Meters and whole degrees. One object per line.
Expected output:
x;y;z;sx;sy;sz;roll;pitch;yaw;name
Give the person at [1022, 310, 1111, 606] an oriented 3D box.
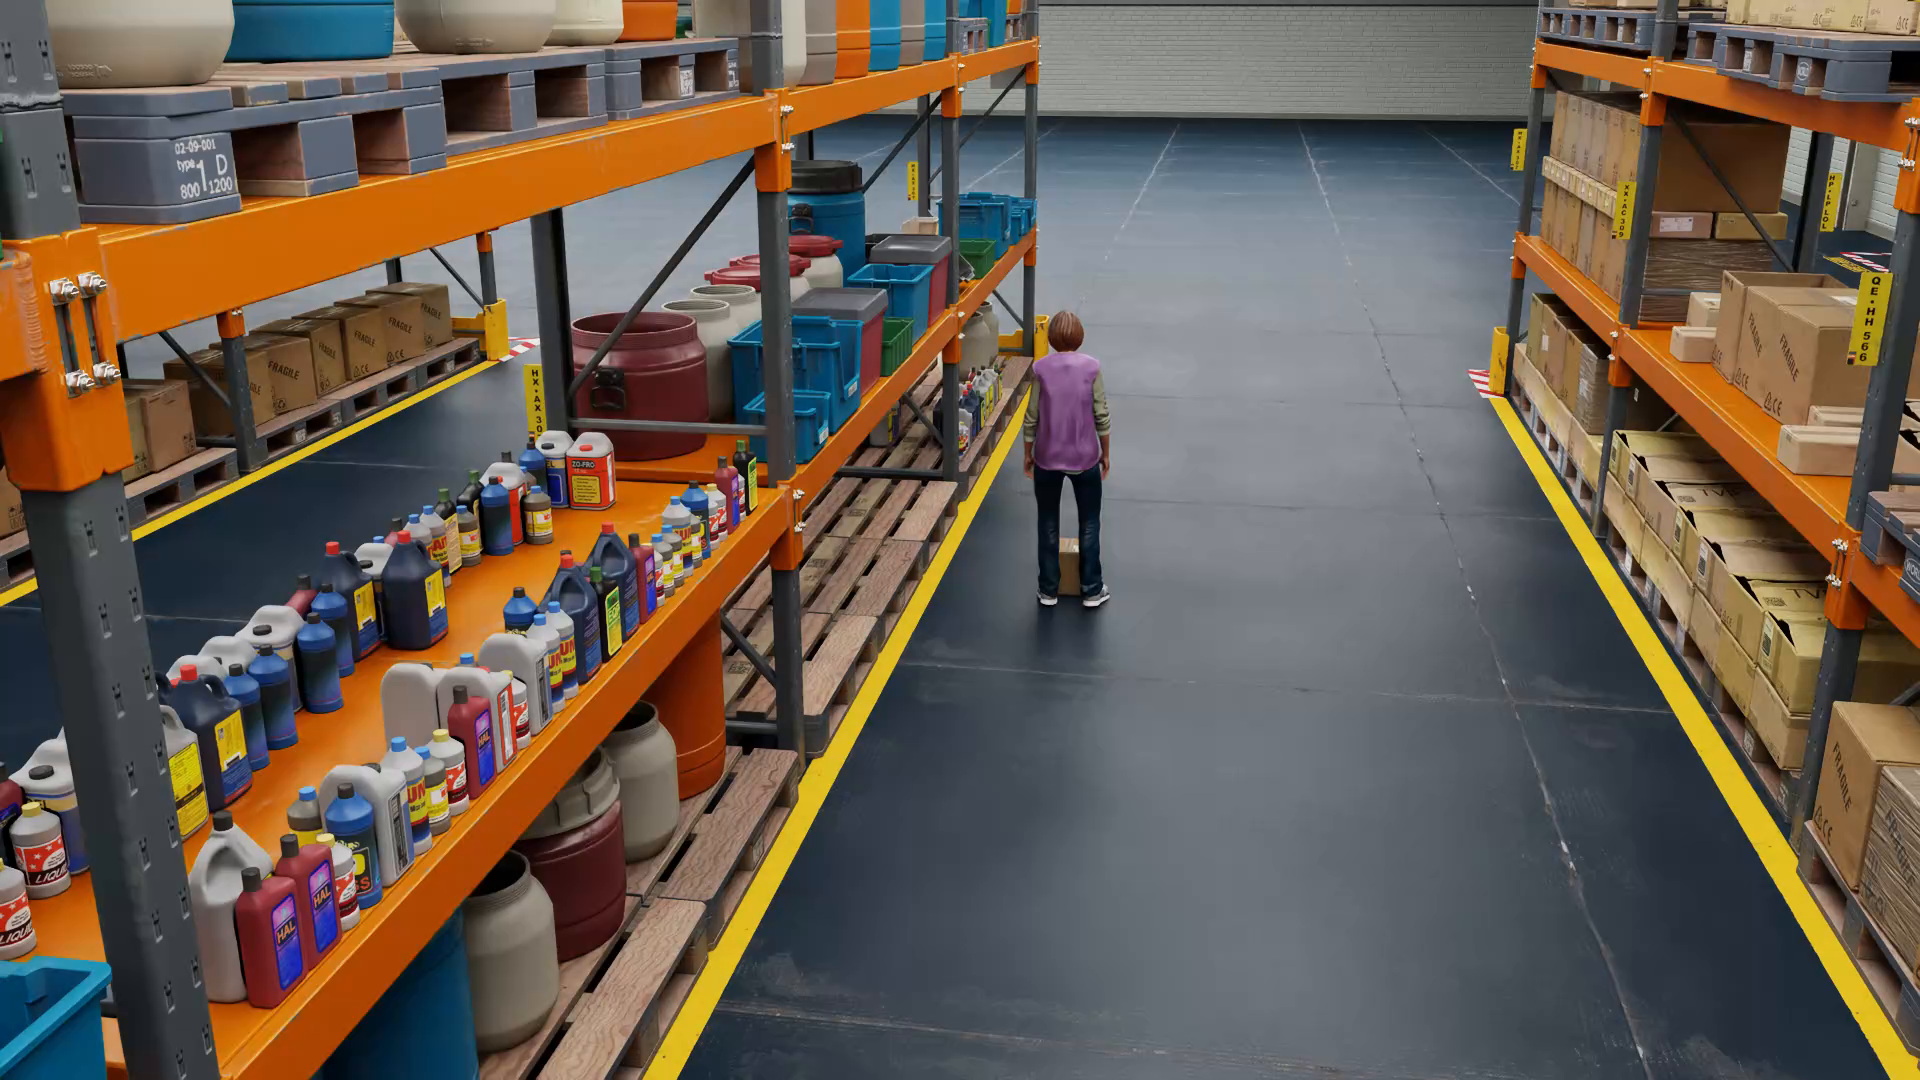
0.573;-0.418;8.848;0.485;1.593;0.343;2;18;6;person
